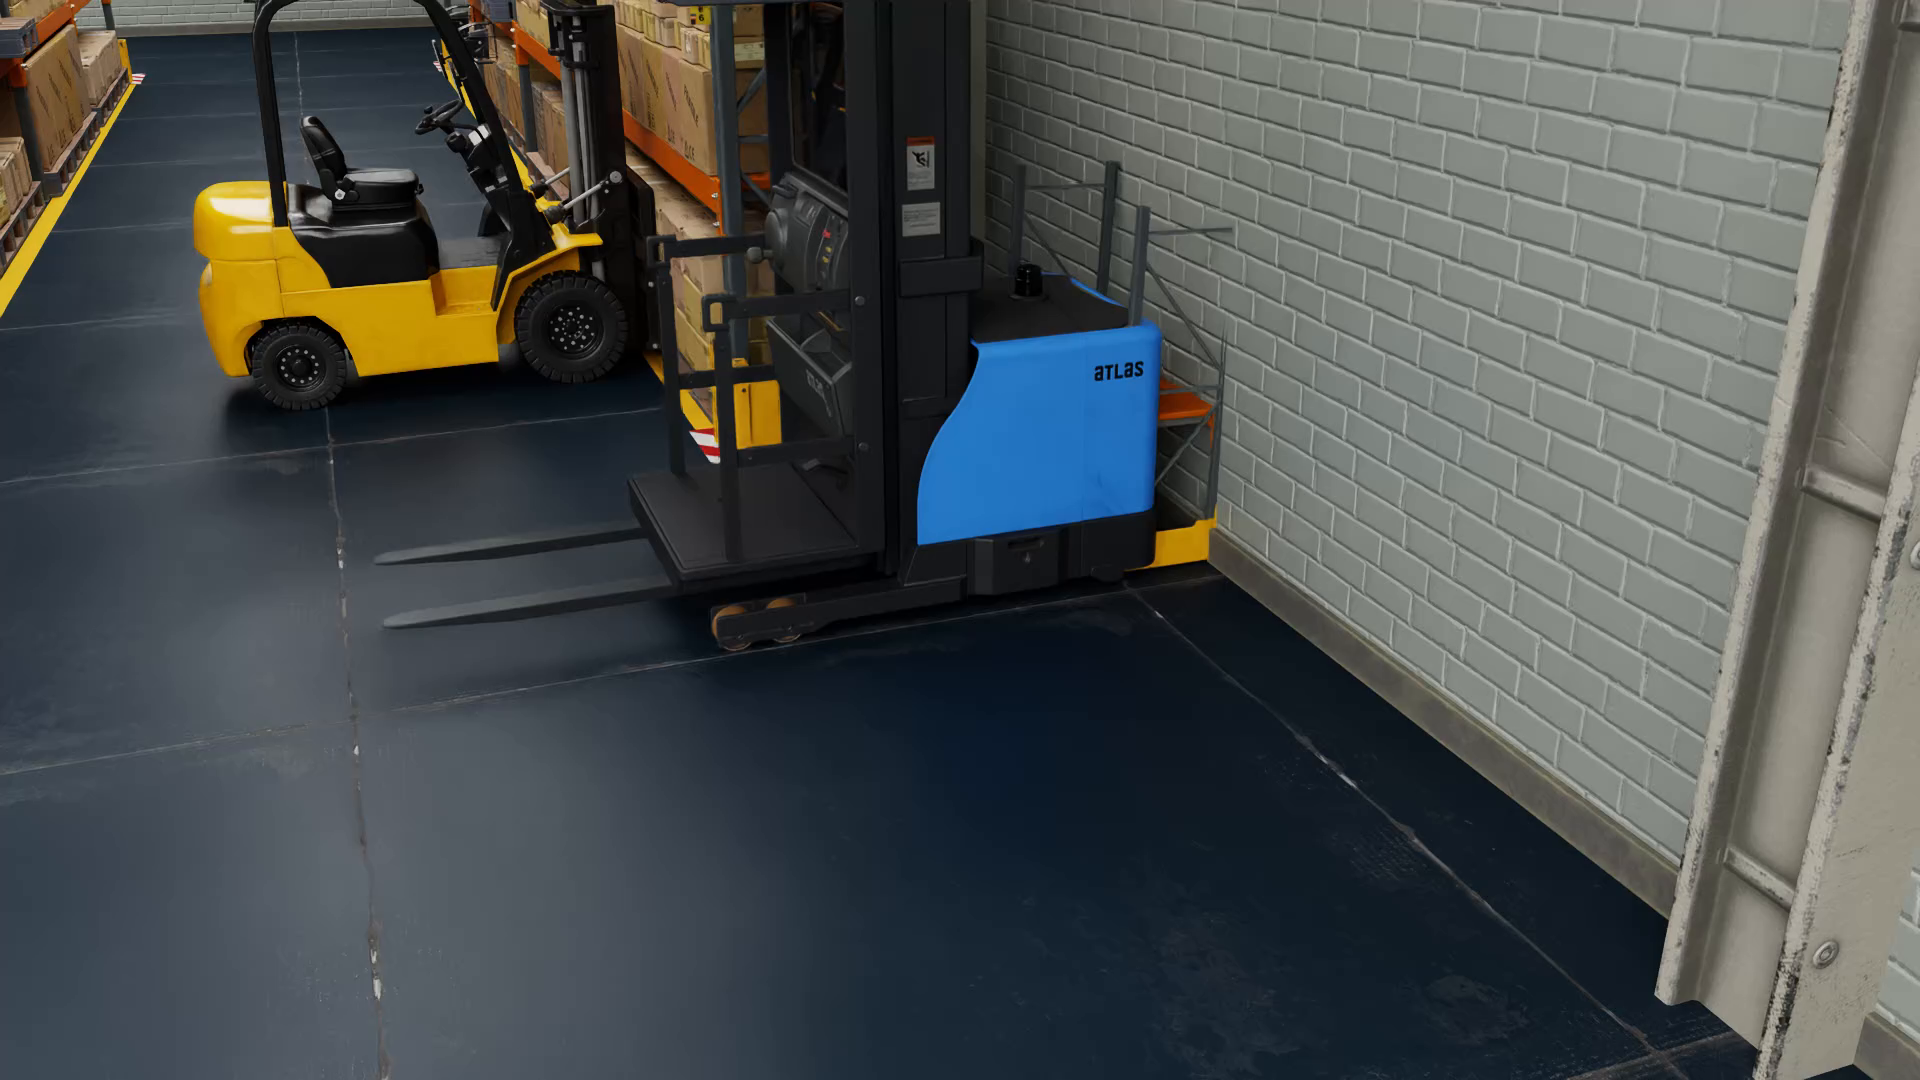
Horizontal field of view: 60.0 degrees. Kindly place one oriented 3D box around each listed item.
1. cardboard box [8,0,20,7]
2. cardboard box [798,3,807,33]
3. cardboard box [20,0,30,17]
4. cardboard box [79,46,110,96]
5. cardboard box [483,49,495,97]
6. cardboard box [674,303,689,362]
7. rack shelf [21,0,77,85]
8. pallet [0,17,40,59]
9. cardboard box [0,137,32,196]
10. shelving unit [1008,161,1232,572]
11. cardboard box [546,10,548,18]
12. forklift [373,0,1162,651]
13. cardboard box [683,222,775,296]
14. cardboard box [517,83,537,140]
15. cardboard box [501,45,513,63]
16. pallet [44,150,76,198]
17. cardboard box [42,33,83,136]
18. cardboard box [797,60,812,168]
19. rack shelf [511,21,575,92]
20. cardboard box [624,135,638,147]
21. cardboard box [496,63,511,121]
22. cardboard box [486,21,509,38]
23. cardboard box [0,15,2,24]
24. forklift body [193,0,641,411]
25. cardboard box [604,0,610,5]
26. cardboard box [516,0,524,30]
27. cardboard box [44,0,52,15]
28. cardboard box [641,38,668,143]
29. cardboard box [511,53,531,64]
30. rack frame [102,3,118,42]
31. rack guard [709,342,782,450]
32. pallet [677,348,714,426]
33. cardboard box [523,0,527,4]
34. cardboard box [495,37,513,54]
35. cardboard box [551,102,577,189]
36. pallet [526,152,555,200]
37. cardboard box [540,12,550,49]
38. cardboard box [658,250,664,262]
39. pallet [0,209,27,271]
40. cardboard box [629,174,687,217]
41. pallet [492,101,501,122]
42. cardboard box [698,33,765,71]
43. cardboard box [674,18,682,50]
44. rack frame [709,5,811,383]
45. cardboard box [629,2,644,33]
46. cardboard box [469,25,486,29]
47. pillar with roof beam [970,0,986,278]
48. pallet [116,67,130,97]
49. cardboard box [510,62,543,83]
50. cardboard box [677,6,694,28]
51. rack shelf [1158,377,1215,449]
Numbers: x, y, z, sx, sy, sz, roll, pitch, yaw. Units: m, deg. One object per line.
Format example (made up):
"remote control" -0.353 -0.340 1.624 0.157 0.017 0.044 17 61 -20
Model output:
"cardboard box" -8.085 -4.539 13.707 0.500 0.250 0.500 -9 24 -19
"cardboard box" -0.587 -2.569 8.136 0.380 0.149 0.250 -9 24 -20
"cardboard box" -8.272 -4.487 14.227 0.500 0.250 0.500 -9 25 -21
"cardboard box" -9.988 -5.194 18.469 0.875 0.438 0.875 -9 25 -21
"cardboard box" -4.947 -5.131 18.238 0.500 0.500 0.500 -7 24 -17
"cardboard box" -1.297 -1.171 9.166 0.500 0.250 0.500 -8 24 -19
"rack shelf" -8.843 -4.555 15.121 1.077 0.370 4.000 -8 24 -19
"pallet" -7.786 -3.827 12.715 1.213 0.211 1.003 -8 24 -19
"cardboard box" -7.947 -2.936 13.196 0.950 0.372 0.625 -10 25 -23
"shelving unit" 0.648 -0.775 7.108 0.587 1.500 1.083 -8 24 -25
"cardboard box" -2.858 -4.066 12.584 0.500 0.250 0.500 -8 24 -18
"forklift" -0.765 -1.165 6.240 3.031 2.935 1.130 -8 24 -19
"cardboard box" -1.123 -1.447 8.533 0.500 0.250 0.500 -8 24 -17
"cardboard box" -3.845 -4.008 15.575 0.500 0.500 0.500 -8 24 -17
"cardboard box" -4.510 -5.003 17.101 0.380 0.149 0.250 -7 24 -17
"pallet" -8.345 -3.172 14.503 1.003 0.211 1.213 -8 24 -19
"cardboard box" -8.930 -4.286 15.752 0.875 0.875 0.875 -8 24 -17
"cardboard box" -0.584 -2.200 8.478 0.500 0.500 0.500 -8 24 -17
"rack shelf" -2.788 -3.784 13.292 1.077 0.370 4.000 -8 24 -19
"cardboard box" -2.204 -2.557 11.167 0.500 0.250 0.500 -9 24 -20
"cardboard box" -4.400 -4.567 16.902 0.500 0.500 0.500 -9 25 -21
"cardboard box" -4.893 -5.518 17.941 0.380 0.149 0.250 -10 25 -22
"cardboard box" -7.508 -3.978 12.608 0.380 0.149 0.250 -9 24 -19
"forklift body" -3.045 -1.983 9.185 2.313 2.155 1.214 -8 24 -19
"cardboard box" -1.986 -3.297 10.247 0.380 0.149 0.250 -8 24 -18
"cardboard box" -3.566 -4.578 14.443 0.500 0.250 0.500 -8 24 -19
"cardboard box" -8.816 -5.044 15.549 0.500 0.250 0.500 -9 24 -20
"cardboard box" -1.444 -2.500 9.191 0.500 0.500 0.500 -9 24 -20
"cardboard box" -4.223 -4.717 16.421 0.380 0.149 0.250 -9 24 -20
"rack frame" -10.963 -7.067 20.154 1.000 3.000 0.127 -8 24 -19
"rack guard" -0.660 -0.775 8.444 1.175 0.500 0.348 -8 24 -19
"pallet" -0.978 -0.923 9.167 1.003 0.211 1.213 -8 24 -19
"cardboard box" -3.391 -4.627 13.914 0.500 0.250 0.500 -8 24 -17
"cardboard box" -4.758 -5.288 17.776 0.380 0.149 0.250 -10 25 -22
"cardboard box" -2.811 -3.232 13.573 0.875 0.625 0.625 -9 25 -21
"pallet" -3.240 -3.253 14.696 1.003 0.211 1.213 -8 24 -19
"cardboard box" -3.023 -4.020 13.119 0.500 0.250 0.500 -8 24 -17
"cardboard box" -1.502 -1.595 9.527 0.500 0.250 0.500 -9 24 -20
"pallet" -7.435 -2.148 12.075 1.003 0.211 1.213 -8 24 -19
"cardboard box" -1.668 -1.999 9.843 0.500 0.250 0.500 -9 24 -20
"pallet" -4.585 -4.720 18.177 1.003 0.211 1.213 -8 24 -19
"cardboard box" -1.053 -2.368 8.042 0.380 0.149 0.250 -8 24 -18
"cardboard box" -1.282 -2.651 8.714 0.380 0.149 0.250 -9 24 -19
"rack frame" -0.668 -1.935 7.980 1.000 3.000 0.127 -8 24 -19
"cardboard box" -1.687 -3.017 9.583 0.380 0.149 0.250 -9 24 -20
"cardboard box" -5.835 -6.034 20.381 0.500 0.500 0.500 -8 24 -18
"pillar with roof beam" -4.099 -4.486 6.307 9.100 9.000 0.400 -8 24 -19
"pallet" -10.607 -5.502 20.032 1.003 0.211 1.213 -8 24 -19
"cardboard box" -4.031 -4.422 15.723 0.380 0.149 0.250 -10 25 -22
"cardboard box" -1.226 -2.695 8.436 0.380 0.149 0.250 -8 24 -18
"rack shelf" 0.644 -0.604 7.166 0.538 0.185 1.000 -8 24 -25
